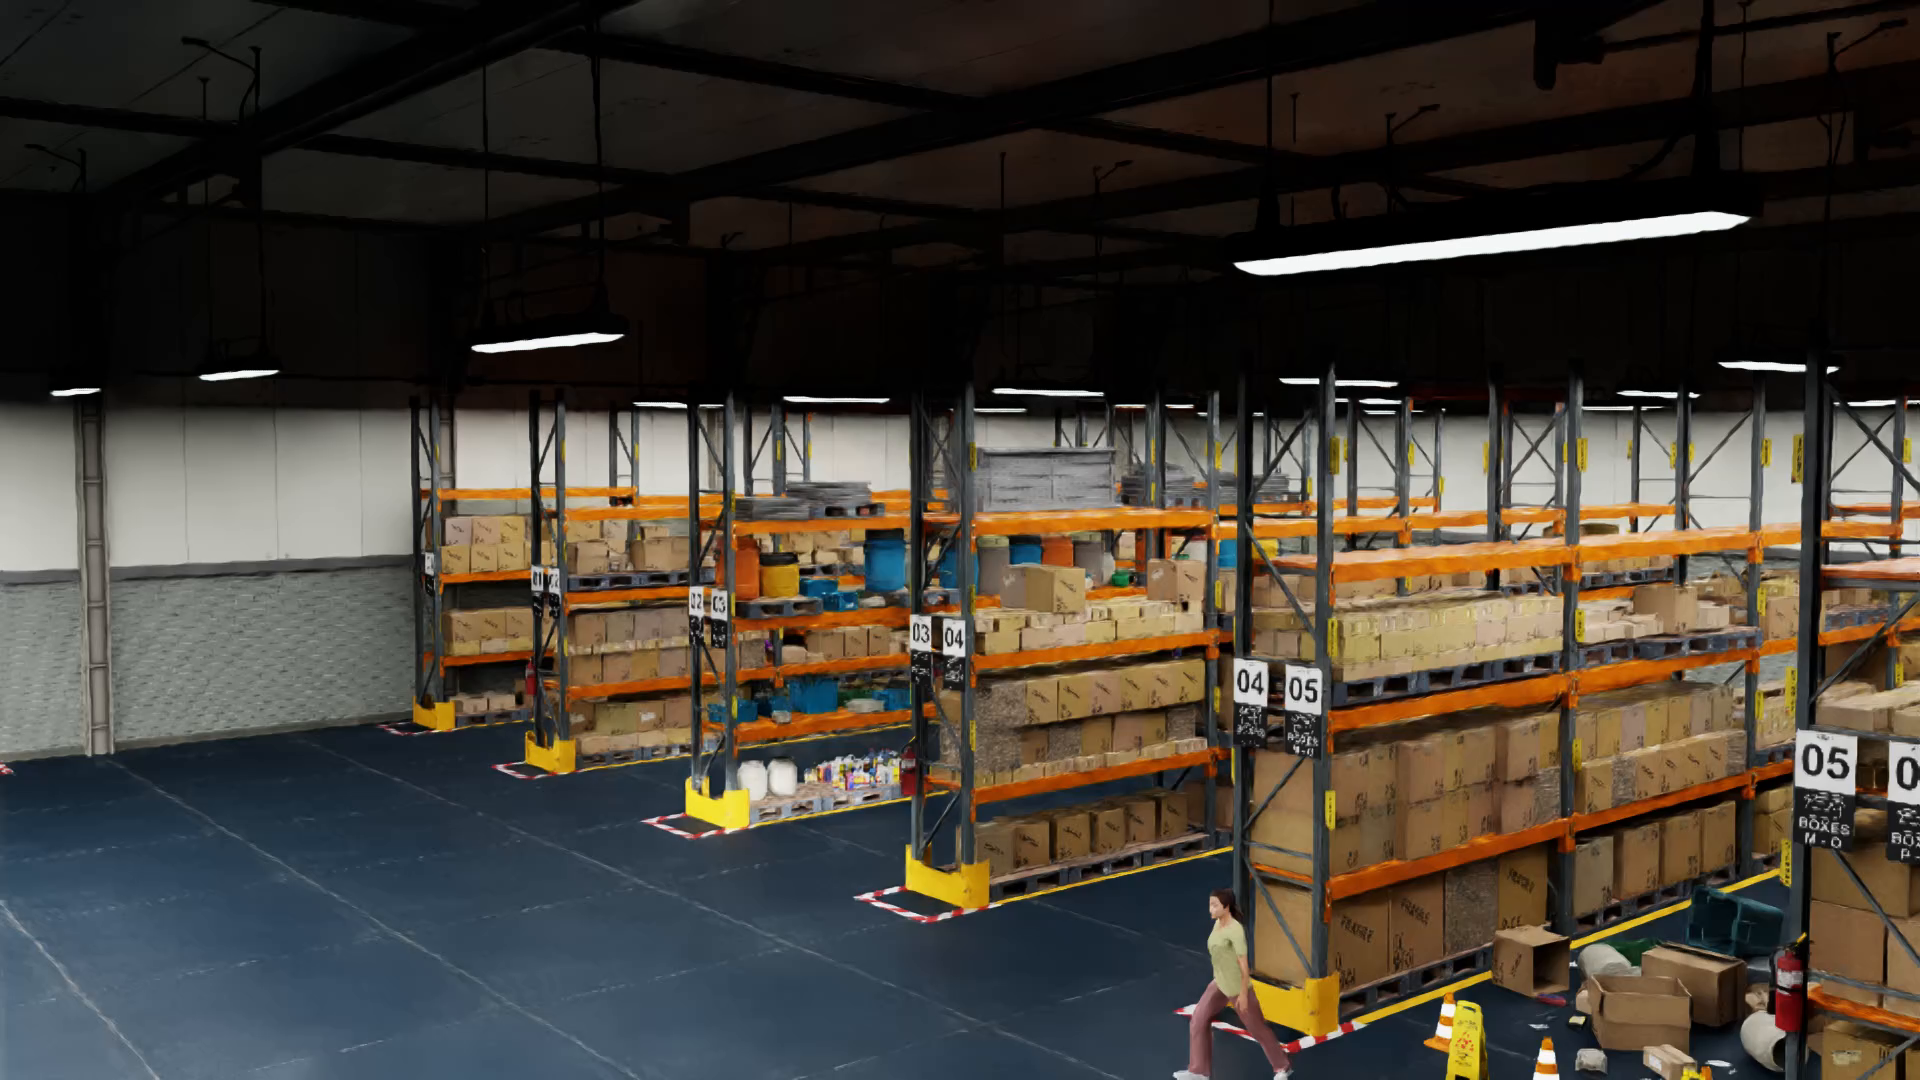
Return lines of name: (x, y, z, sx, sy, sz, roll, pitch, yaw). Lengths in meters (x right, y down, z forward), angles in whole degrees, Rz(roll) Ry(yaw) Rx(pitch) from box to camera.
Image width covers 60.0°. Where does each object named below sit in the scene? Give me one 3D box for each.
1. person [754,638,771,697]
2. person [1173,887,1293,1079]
person: (-3.801, 2.452, 31.622, 0.578, 1.714, 0.719, -3, 4, -40)
person: (2.216, 3.582, 13.312, 0.953, 1.587, 0.492, -1, 4, -19)
